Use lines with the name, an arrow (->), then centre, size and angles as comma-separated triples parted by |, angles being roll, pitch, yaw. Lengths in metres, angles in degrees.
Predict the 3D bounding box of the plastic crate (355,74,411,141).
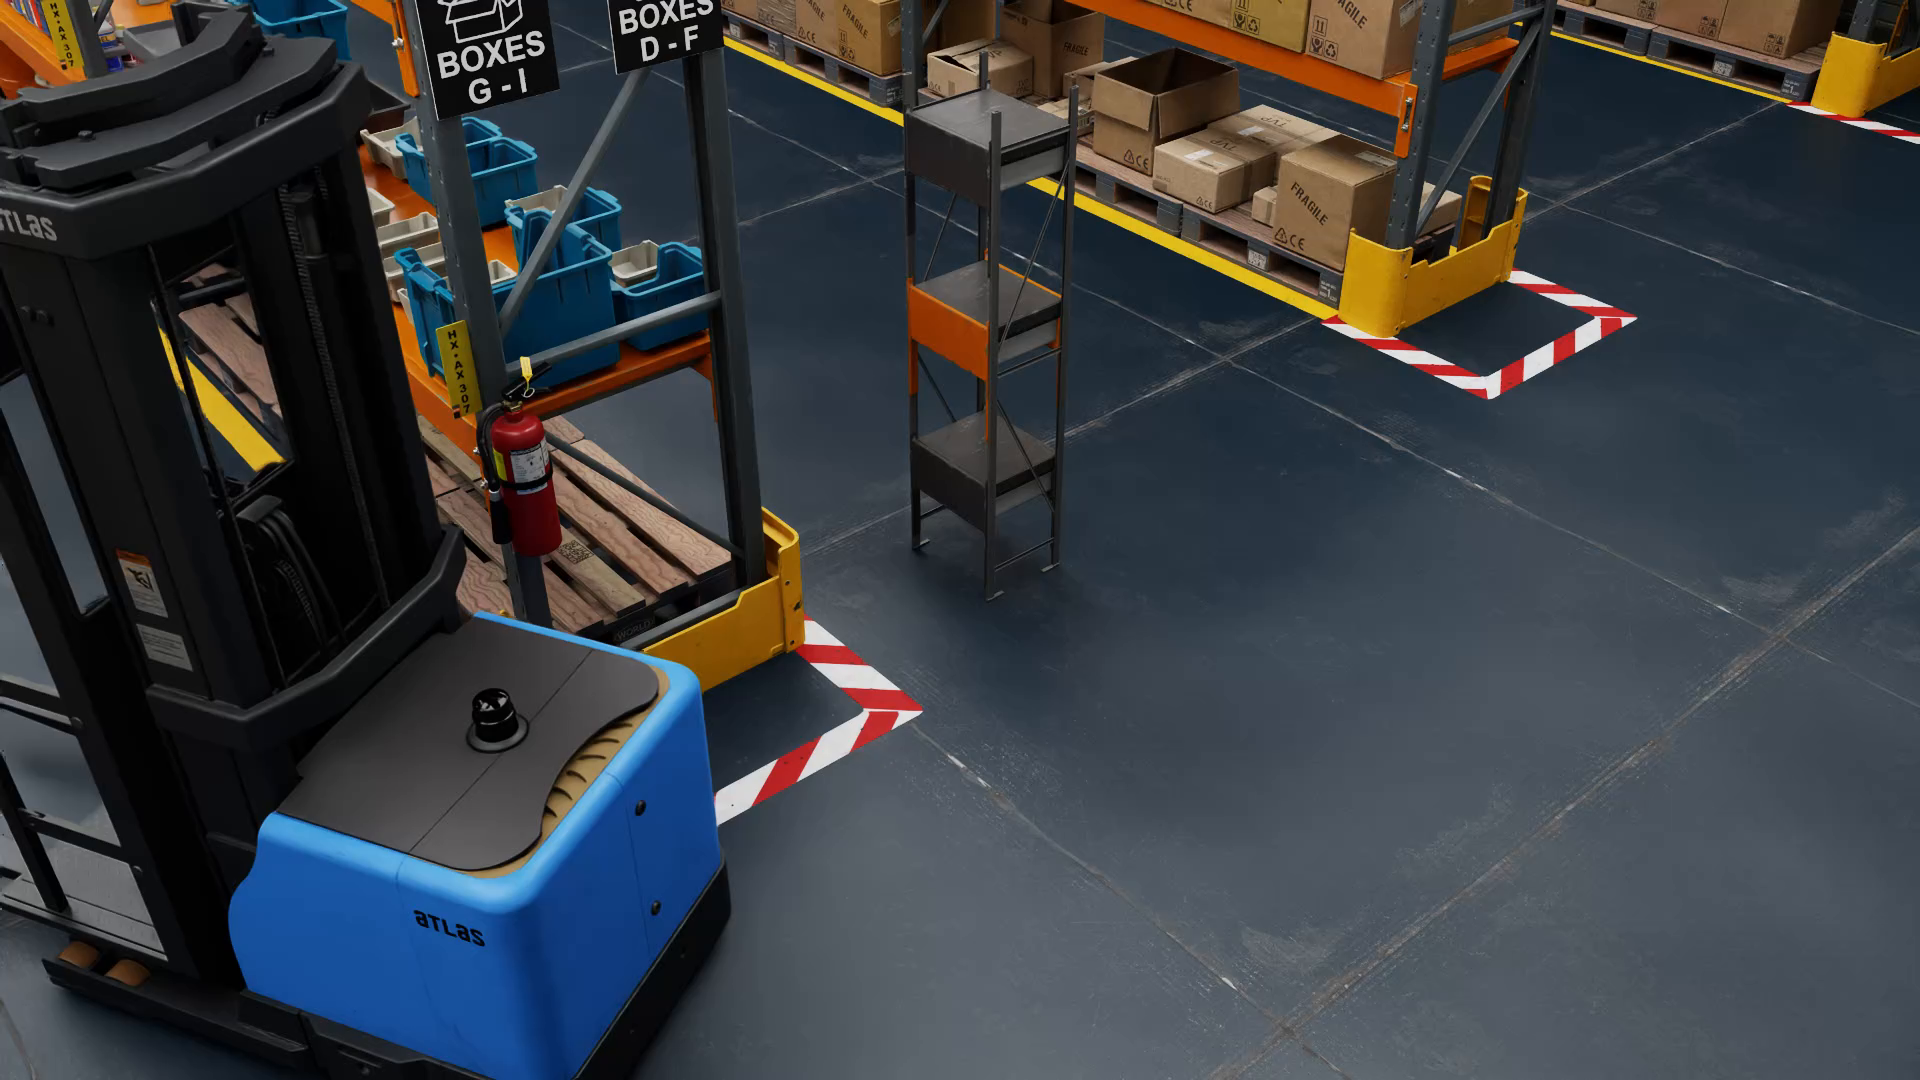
plastic crate -> -2.831, -1.968, 7.620 | 0.437, 0.125, 0.590 | -26, 43, -32

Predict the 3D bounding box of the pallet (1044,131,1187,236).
pallet -> 1.262, -2.315, 10.337 | 1.003, 0.211, 1.213 | -26, 43, -32

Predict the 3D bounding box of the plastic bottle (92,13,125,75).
plastic bottle -> -4.260, -2.453, 8.225 | 0.152, 0.276, 0.135 | -26, 43, -32

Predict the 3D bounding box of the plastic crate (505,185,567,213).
plastic crate -> -1.666, -1.305, 6.673 | 0.250, 0.136, 0.298 | -26, 43, -32

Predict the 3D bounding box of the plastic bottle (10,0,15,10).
plastic bottle -> -5.153, -3.009, 9.075 | 0.097, 0.201, 0.097 | 0, 35, 0

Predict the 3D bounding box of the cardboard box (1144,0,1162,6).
cardboard box -> 1.132, -3.339, 9.283 | 0.500, 0.500, 0.500 | -27, 43, -32

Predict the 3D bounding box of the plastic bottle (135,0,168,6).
plastic bottle -> -4.480, -3.098, 9.136 | 0.152, 0.276, 0.135 | -26, 43, -32

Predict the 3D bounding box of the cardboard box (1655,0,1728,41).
cardboard box -> 5.540, -4.023, 12.134 | 0.700, 0.500, 0.500 | -26, 43, -32

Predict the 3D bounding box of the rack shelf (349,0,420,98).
rack shelf -> -2.468, -2.497, 6.208 | 1.077, 0.370, 4.000 | -26, 43, -32

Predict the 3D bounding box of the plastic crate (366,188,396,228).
plastic crate -> -2.421, -1.264, 6.616 | 0.298, 0.136, 0.250 | -26, 43, -32

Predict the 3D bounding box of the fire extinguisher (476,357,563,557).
fire extinguisher -> -1.427, -0.264, 5.417 | 0.296, 0.674, 0.183 | -26, 43, -32

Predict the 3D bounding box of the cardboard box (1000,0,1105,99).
cardboard box -> 0.612, -3.309, 11.110 | 0.500, 0.500, 0.500 | -26, 43, -32

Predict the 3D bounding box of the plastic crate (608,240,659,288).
plastic crate -> -1.229, -1.005, 6.250 | 0.250, 0.136, 0.298 | -26, 43, -32

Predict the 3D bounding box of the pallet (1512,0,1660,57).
pallet -> 5.032, -4.103, 12.861 | 1.003, 0.211, 1.213 | -26, 43, -32

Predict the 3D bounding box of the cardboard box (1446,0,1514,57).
cardboard box -> 2.524, -2.865, 8.613 | 0.500, 0.500, 0.500 | -25, 42, -31

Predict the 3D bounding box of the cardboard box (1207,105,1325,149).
cardboard box -> 1.830, -2.375, 10.006 | 0.500, 0.250, 0.500 | -26, 43, -32

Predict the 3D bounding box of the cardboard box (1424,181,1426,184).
cardboard box -> 2.440, -1.976, 9.516 | 0.380, 0.166, 0.250 | -26, 43, -32

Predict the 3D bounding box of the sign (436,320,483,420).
sign -> -1.587, -0.538, 5.273 | 0.100, 0.325, 0.005 | -26, 43, -32

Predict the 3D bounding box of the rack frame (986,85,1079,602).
rack frame -> 0.264, -0.676, 6.388 | 0.400, 2.100, 0.015 | -26, 43, -32

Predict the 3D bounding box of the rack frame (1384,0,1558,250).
rack frame -> 2.609, -2.530, 8.227 | 1.000, 3.000, 0.127 | -26, 43, -32

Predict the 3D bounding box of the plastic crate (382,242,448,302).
plastic crate -> -2.018, -1.027, 6.280 | 0.396, 0.136, 0.243 | -26, 43, -32

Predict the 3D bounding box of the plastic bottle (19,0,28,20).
plastic bottle -> -5.003, -2.907, 8.931 | 0.097, 0.201, 0.097 | 0, 35, 0

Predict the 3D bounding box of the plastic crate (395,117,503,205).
plastic crate -> -2.128, -1.586, 6.987 | 0.416, 0.233, 0.300 | -26, 43, -32

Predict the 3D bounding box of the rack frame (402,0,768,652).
rack frame -> -1.177, -0.684, 5.620 | 1.000, 3.000, 0.127 | -26, 43, -32

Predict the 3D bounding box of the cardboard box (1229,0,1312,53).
cardboard box -> 1.775, -2.894, 8.655 | 0.500, 0.500, 0.500 | -26, 43, -31

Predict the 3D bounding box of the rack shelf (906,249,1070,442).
rack shelf -> 0.107, -0.773, 6.548 | 0.431, 0.518, 0.480 | -26, 43, -32

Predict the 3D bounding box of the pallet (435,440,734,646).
pallet -> -1.680, 0.075, 6.961 | 1.003, 0.211, 1.213 | -26, 43, -32

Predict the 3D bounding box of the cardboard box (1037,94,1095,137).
cardboard box -> 0.700, -2.675, 10.502 | 0.380, 0.166, 0.250 | -26, 43, -32

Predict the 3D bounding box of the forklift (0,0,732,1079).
forklift -> -2.314, 0.001, 4.712 | 3.031, 2.935, 1.130 | 13, 37, 17

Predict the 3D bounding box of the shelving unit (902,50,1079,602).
shelving unit -> 0.107, -0.784, 6.540 | 0.431, 2.100, 0.503 | -26, 43, -32

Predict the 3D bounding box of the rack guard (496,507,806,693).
rack guard -> -1.152, 0.342, 6.335 | 1.175, 0.500, 0.348 | -26, 43, -32

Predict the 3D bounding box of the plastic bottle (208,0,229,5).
plastic bottle -> -3.764, -2.724, 8.543 | 0.144, 0.351, 0.185 | -26, 43, -32

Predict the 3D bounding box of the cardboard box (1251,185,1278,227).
cardboard box -> 1.878, -1.914, 9.427 | 0.380, 0.166, 0.250 | -26, 43, -32

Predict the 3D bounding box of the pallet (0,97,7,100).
pallet -> -5.799, -2.745, 10.944 | 1.003, 0.211, 1.213 | -26, 43, -32

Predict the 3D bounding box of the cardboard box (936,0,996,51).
cardboard box -> -0.098, -3.760, 11.745 | 0.500, 0.500, 0.500 | -28, 44, -34

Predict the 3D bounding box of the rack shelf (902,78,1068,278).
rack shelf -> 0.107, -1.344, 6.143 | 0.431, 0.518, 0.480 | -26, 43, -32

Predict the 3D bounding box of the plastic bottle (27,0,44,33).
plastic bottle -> -4.821, -2.837, 8.767 | 0.152, 0.276, 0.135 | -26, 43, -32

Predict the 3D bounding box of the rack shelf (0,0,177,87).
rack shelf -> -5.049, -3.039, 9.569 | 1.077, 0.370, 4.000 | -26, 43, -32

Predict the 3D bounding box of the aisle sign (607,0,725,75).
aisle sign -> -0.904, -1.824, 4.981 | 0.394, 0.787, 0.004 | -26, 43, -32

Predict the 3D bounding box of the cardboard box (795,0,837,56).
cardboard box -> -0.822, -3.788, 11.785 | 0.500, 0.500, 0.500 | -26, 43, -32

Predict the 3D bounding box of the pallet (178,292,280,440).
pallet -> -3.254, -1.002, 8.482 | 1.003, 0.211, 1.213 | -26, 43, -32

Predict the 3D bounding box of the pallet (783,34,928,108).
pallet -> -0.526, -3.503, 12.013 | 1.003, 0.211, 1.213 | -26, 43, -32

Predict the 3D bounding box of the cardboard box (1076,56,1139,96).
cardboard box -> 1.096, -2.901, 10.697 | 0.500, 0.311, 0.500 | -26, 43, -32

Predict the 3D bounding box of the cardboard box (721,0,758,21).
cardboard box -> -1.475, -4.233, 12.413 | 0.500, 0.500, 0.500 | -28, 44, -33

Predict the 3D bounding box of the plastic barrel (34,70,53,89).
plastic barrel -> -5.282, -2.695, 10.183 | 0.600, 0.588, 0.708 | -26, 43, -32

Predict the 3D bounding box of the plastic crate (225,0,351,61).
plastic crate -> -3.196, -2.389, 7.990 | 0.392, 0.384, 0.575 | -26, 43, -32

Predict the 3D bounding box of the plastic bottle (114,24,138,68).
plastic bottle -> -4.176, -2.477, 8.324 | 0.097, 0.201, 0.097 | 0, 35, 0

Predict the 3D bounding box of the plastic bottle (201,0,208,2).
plastic bottle -> -4.002, -2.907, 8.867 | 0.152, 0.276, 0.135 | -26, 43, -32

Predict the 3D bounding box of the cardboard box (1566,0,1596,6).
cardboard box -> 4.865, -4.477, 12.776 | 0.700, 0.500, 0.500 | -25, 42, -31
